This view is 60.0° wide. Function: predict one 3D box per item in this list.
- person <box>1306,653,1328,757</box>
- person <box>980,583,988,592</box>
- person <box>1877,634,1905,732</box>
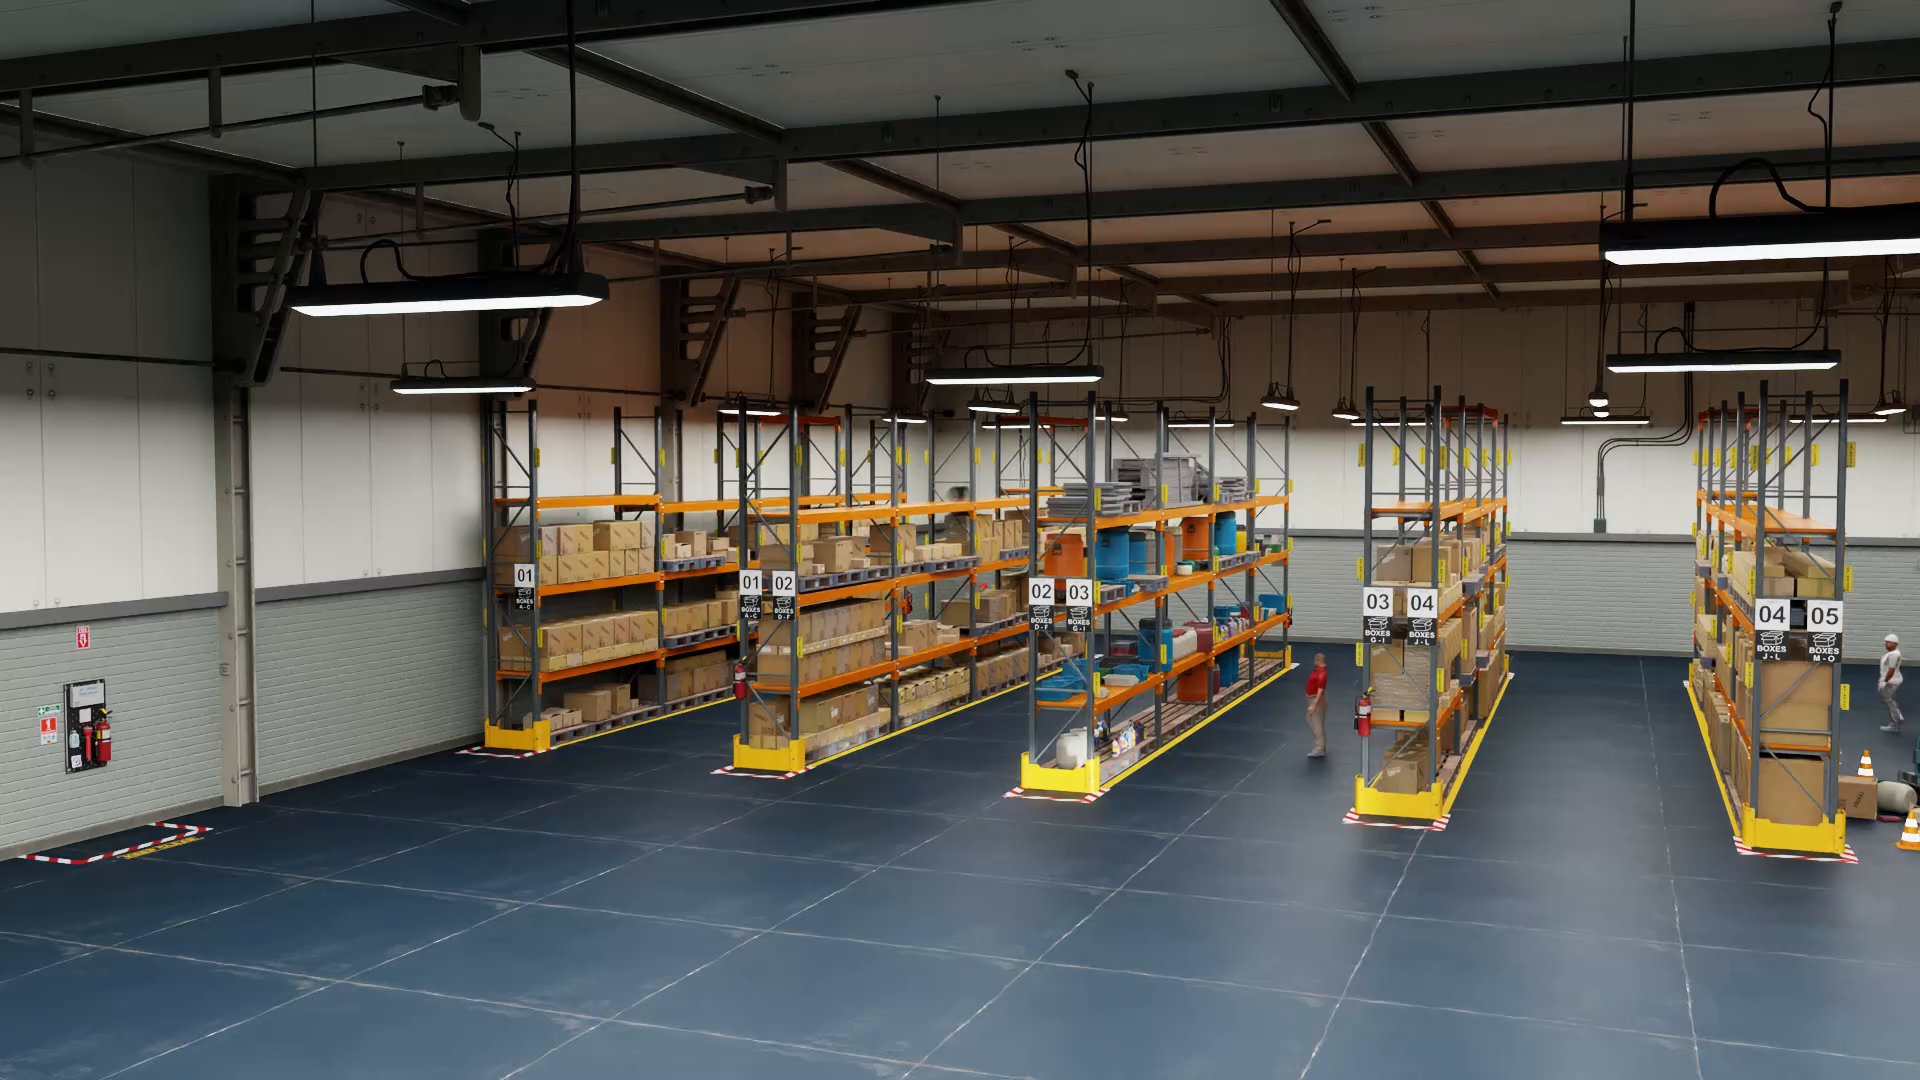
[{"bbox_3d":[6.016,2.781,28.006,0.417,1.775,0.632,0,3,-1],"label":"person"},{"bbox_3d":[0.604,1.994,42.908,0.644,1.764,0.819,-2,4,-37],"label":"person"},{"bbox_3d":[16.945,2.602,30.317,0.608,1.781,0.494,-2,4,-38],"label":"person"}]
